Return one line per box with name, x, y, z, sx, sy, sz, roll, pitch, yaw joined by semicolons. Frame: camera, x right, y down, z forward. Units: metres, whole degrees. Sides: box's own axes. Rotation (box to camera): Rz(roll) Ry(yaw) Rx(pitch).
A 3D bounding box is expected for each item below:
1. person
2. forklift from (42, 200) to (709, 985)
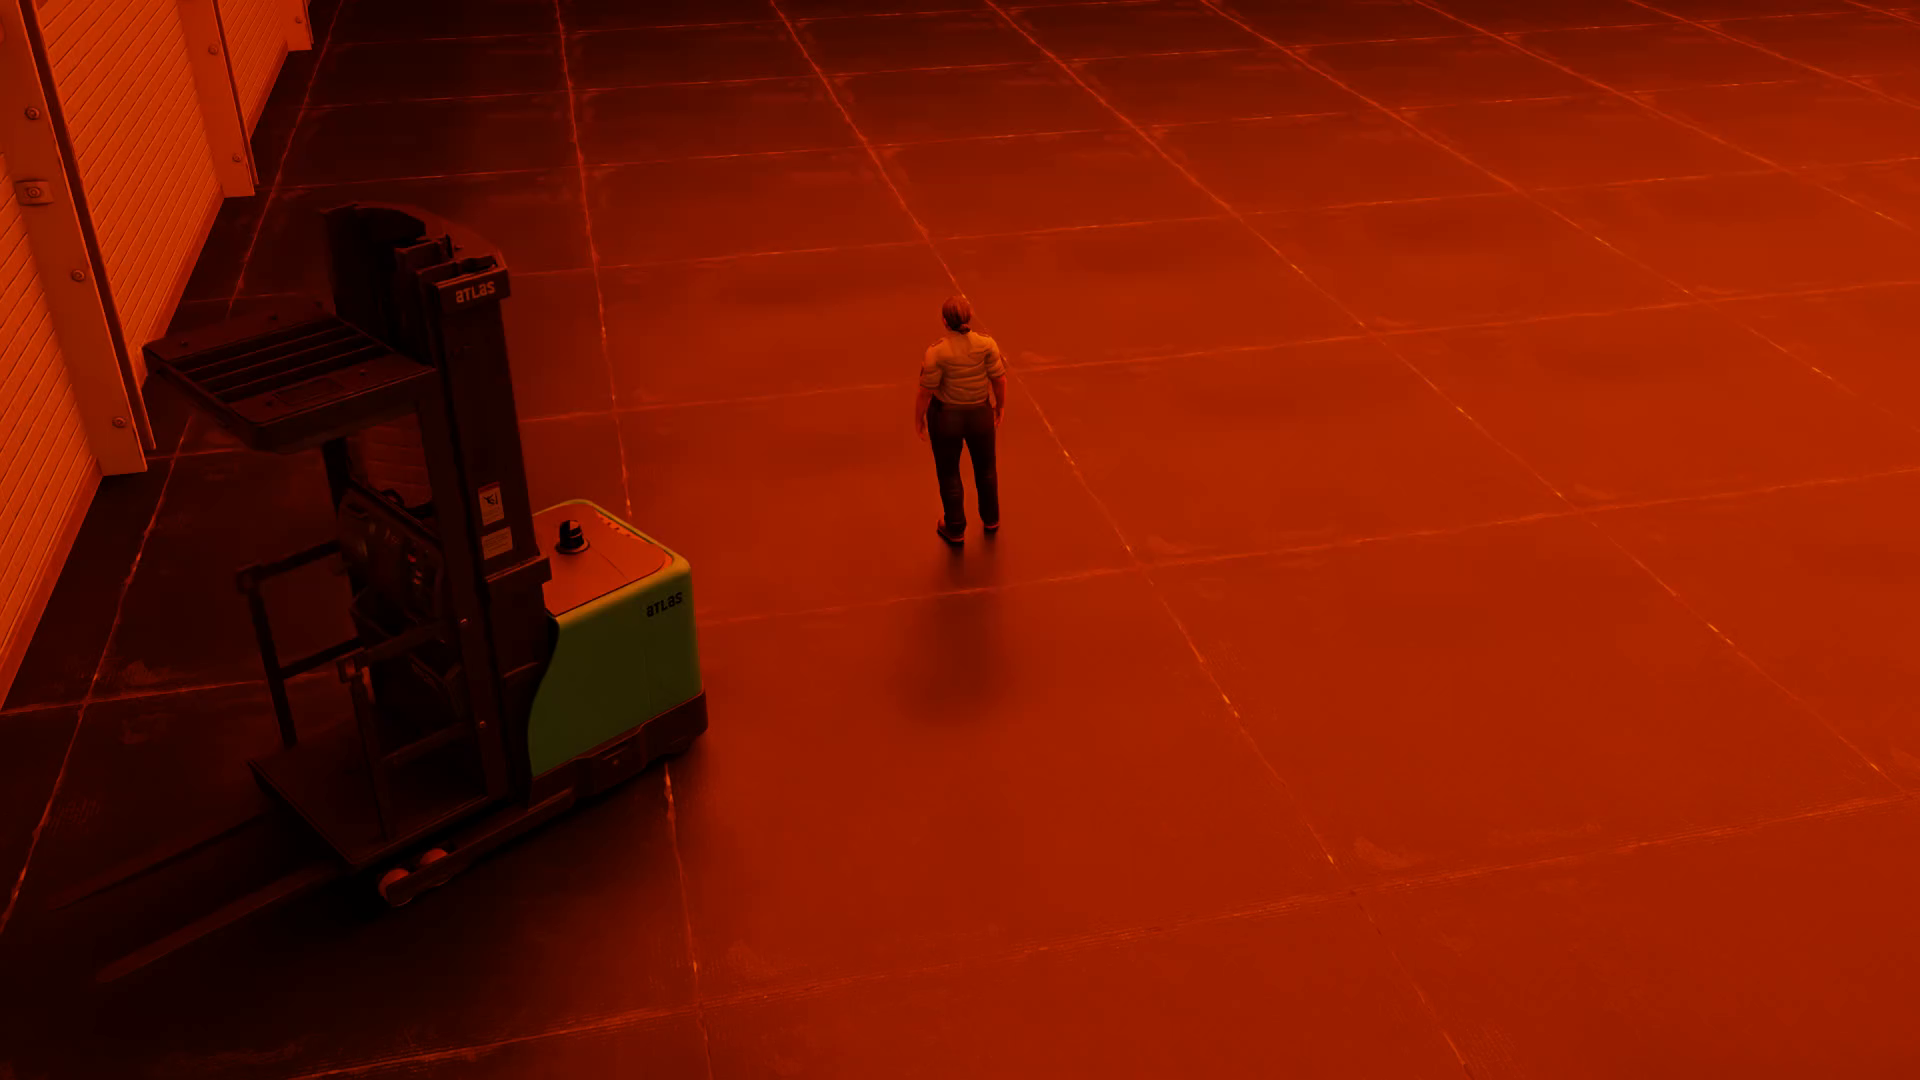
person;0.001;-0.765;10.164;0.598;1.651;0.502;-7;31;-12
forklift;-2.715;0.112;7.382;3.031;2.935;1.130;-26;39;-37
